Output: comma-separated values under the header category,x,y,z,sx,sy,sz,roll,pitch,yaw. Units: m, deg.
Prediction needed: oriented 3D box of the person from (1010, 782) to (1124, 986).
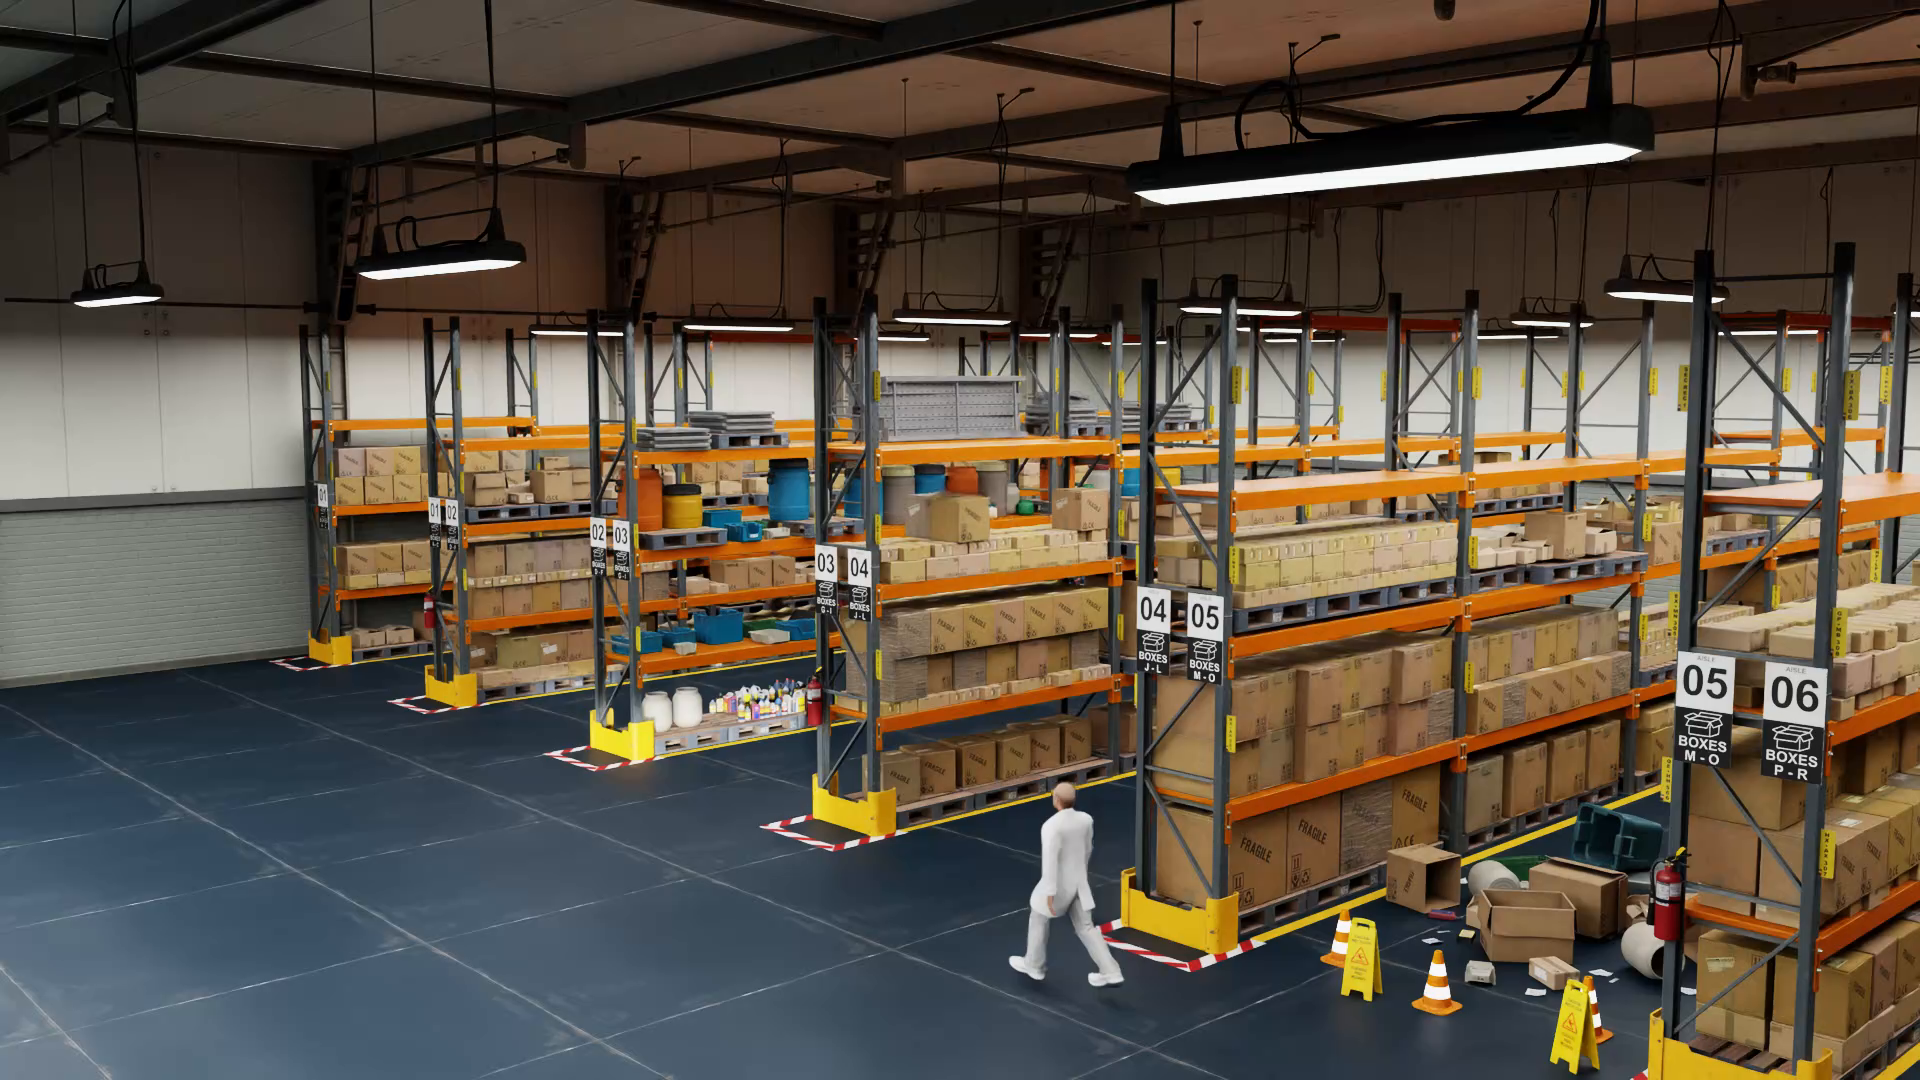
category,x,y,z,sx,sy,sz,roll,pitch,yaw
person,0.889,2.889,13.949,0.578,1.729,1.142,-5,8,-41

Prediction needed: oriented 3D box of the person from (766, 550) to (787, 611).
category,x,y,z,sx,sy,sz,roll,pitch,yaw
person,-3.790,0.933,33.643,0.520,1.669,1.084,5,8,43
